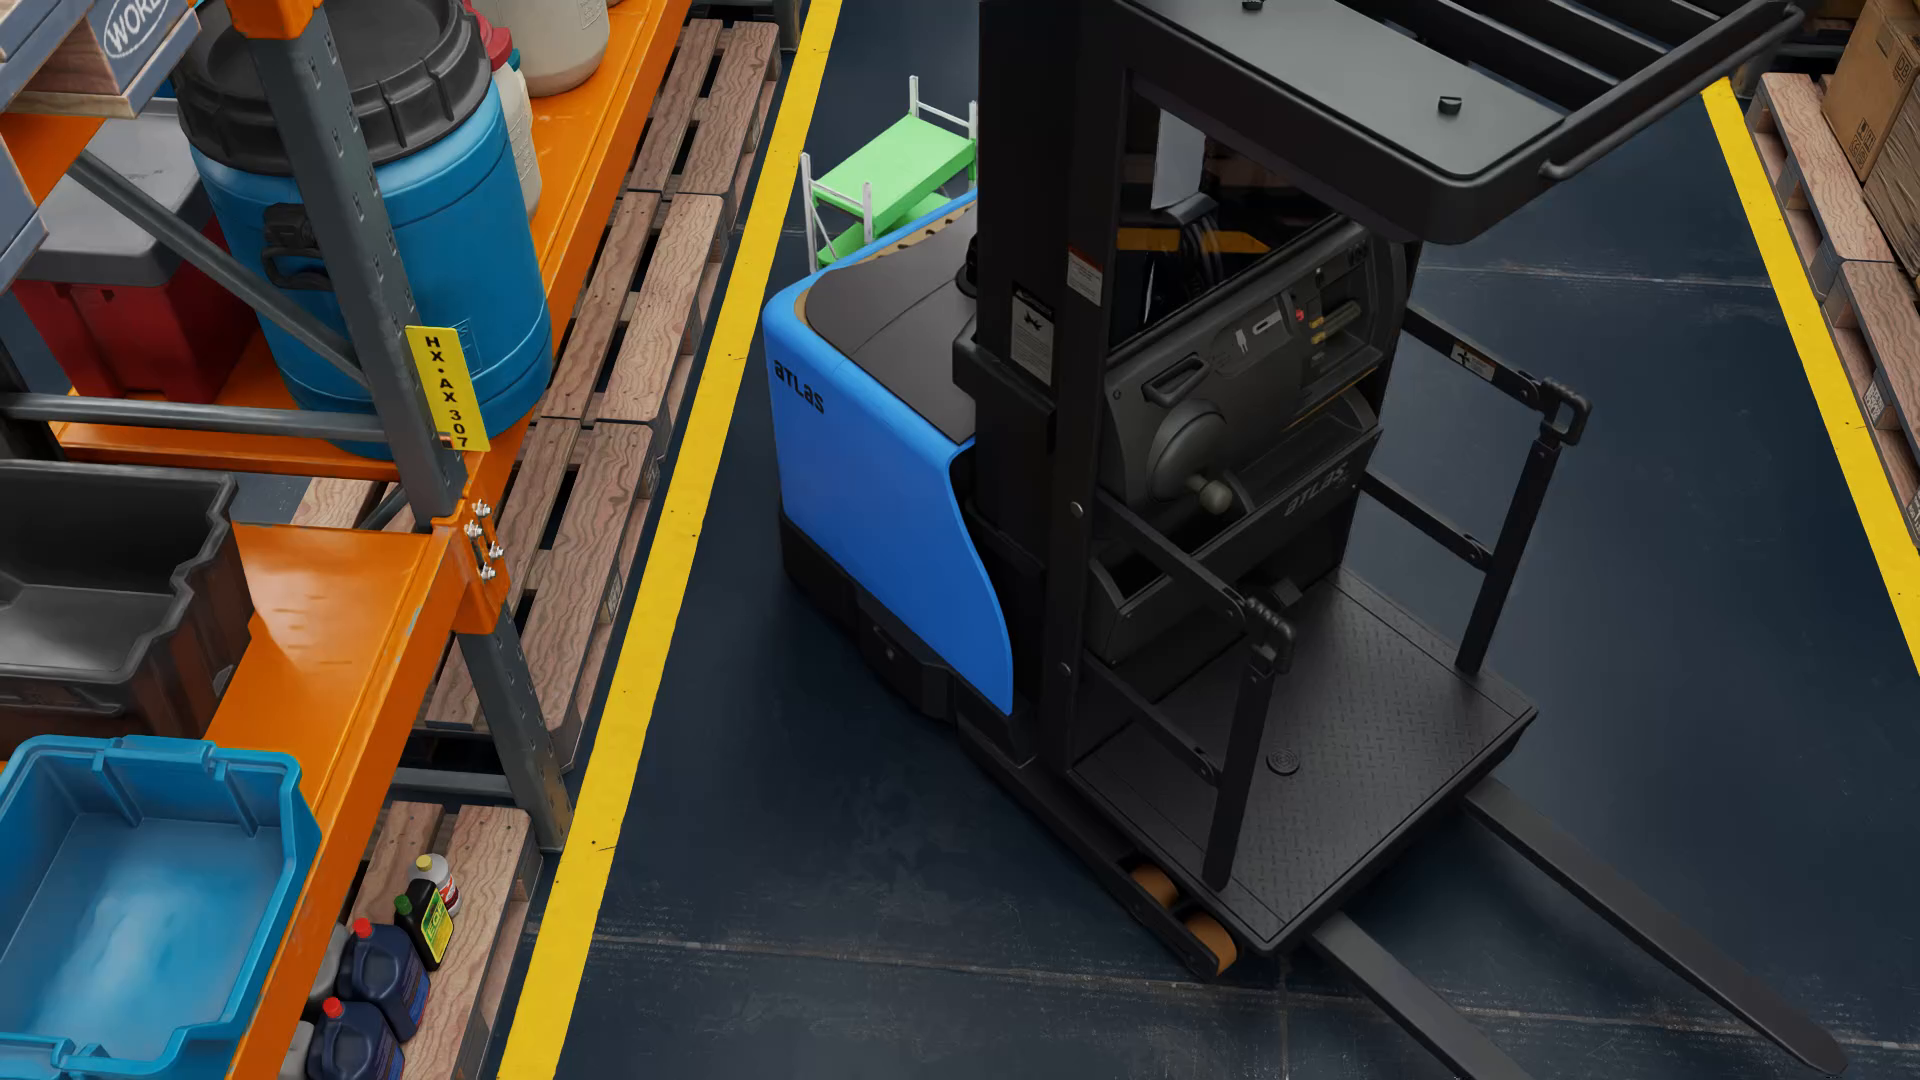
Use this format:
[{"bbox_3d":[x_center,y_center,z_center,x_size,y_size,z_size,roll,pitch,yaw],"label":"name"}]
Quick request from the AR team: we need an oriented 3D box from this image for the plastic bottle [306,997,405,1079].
[{"bbox_3d":[-1.350,1.131,3.679,0.144,0.351,0.185,2,48,2],"label":"plastic bottle"}]

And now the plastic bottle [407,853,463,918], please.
[{"bbox_3d":[-1.283,0.836,4.051,0.097,0.201,0.097,0,48,0],"label":"plastic bottle"}]

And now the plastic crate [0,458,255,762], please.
[{"bbox_3d":[-1.735,0.149,3.123,0.767,0.338,0.504,4,48,4],"label":"plastic crate"}]

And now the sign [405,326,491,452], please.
[{"bbox_3d":[-1.014,-0.296,3.301,0.100,0.325,0.005,4,48,4],"label":"sign"}]

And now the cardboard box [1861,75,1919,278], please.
[{"bbox_3d":[3.657,-1.257,5.763,0.700,0.500,0.500,0,48,0],"label":"cardboard box"}]

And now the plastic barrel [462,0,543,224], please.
[{"bbox_3d":[-1.255,-0.982,4.023,0.433,0.535,0.433,0,48,0],"label":"plastic barrel"}]

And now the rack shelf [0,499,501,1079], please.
[{"bbox_3d":[-1.743,1.465,2.365,1.077,0.370,4.000,4,48,4],"label":"rack shelf"}]

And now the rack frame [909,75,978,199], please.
[{"bbox_3d":[-0.048,-0.899,5.259,0.240,1.200,0.015,29,54,24],"label":"rack frame"}]

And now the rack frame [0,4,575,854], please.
[{"bbox_3d":[-1.561,-0.248,3.444,1.000,3.000,0.127,4,48,4],"label":"rack frame"}]

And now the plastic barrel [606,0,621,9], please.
[{"bbox_3d":[-1.149,-1.839,4.807,0.433,0.535,0.433,0,48,0],"label":"plastic barrel"}]

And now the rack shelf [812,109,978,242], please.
[{"bbox_3d":[-0.194,-1.036,4.820,0.258,0.148,0.480,29,54,24],"label":"rack shelf"}]

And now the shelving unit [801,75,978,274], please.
[{"bbox_3d":[-0.194,-0.755,5.127,0.258,1.200,0.503,29,54,24],"label":"shelving unit"}]

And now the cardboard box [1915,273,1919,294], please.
[{"bbox_3d":[3.612,-0.840,5.381,0.700,0.500,0.500,7,48,7],"label":"cardboard box"}]

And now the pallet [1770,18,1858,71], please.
[{"bbox_3d":[3.883,-2.487,7.382,1.003,0.211,1.213,4,48,4],"label":"pallet"}]

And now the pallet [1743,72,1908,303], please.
[{"bbox_3d":[3.664,-1.339,6.331,1.003,0.211,1.213,4,48,4],"label":"pallet"}]

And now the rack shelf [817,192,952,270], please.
[{"bbox_3d":[-0.194,-0.874,4.997,0.258,0.148,0.480,29,54,24],"label":"rack shelf"}]

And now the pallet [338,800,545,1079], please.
[{"bbox_3d":[-1.663,1.184,4.024,1.003,0.211,1.213,4,48,4],"label":"pallet"}]

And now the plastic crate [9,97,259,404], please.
[{"bbox_3d":[-1.821,-0.646,3.765,0.402,0.464,0.583,4,48,4],"label":"plastic crate"}]

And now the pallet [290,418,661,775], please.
[{"bbox_3d":[-1.528,0.114,5.003,1.003,0.211,1.213,4,48,4],"label":"pallet"}]

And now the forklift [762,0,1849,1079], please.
[{"bbox_3d":[0.809,-0.310,3.547,1.130,2.935,3.031,-33,56,-26],"label":"forklift"}]

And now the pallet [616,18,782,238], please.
[{"bbox_3d":[-1.305,-1.679,6.643,1.003,0.211,1.213,4,48,4],"label":"pallet"}]

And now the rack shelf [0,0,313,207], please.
[{"bbox_3d":[-1.743,0.452,1.258,1.077,0.370,4.000,4,48,4],"label":"rack shelf"}]

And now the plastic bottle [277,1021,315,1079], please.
[{"bbox_3d":[-1.500,1.165,3.699,0.152,0.276,0.135,4,48,4],"label":"plastic bottle"}]

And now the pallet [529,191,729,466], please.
[{"bbox_3d":[-1.419,-0.785,5.825,1.003,0.211,1.213,4,48,4],"label":"pallet"}]

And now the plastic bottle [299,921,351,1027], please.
[{"bbox_3d":[-1.476,0.981,3.817,0.144,0.351,0.185,4,48,4],"label":"plastic bottle"}]

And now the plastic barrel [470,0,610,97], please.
[{"bbox_3d":[-1.188,-1.521,4.516,0.433,0.535,0.433,0,48,0],"label":"plastic barrel"}]

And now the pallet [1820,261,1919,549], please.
[{"bbox_3d":[3.550,-0.445,5.514,1.003,0.211,1.213,4,48,4],"label":"pallet"}]

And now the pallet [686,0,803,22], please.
[{"bbox_3d":[-1.166,-2.828,7.694,1.003,0.211,1.213,4,48,4],"label":"pallet"}]

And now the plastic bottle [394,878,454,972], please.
[{"bbox_3d":[-1.276,0.896,3.940,0.061,0.283,0.133,6,48,5],"label":"plastic bottle"}]

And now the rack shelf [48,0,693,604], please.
[{"bbox_3d":[-1.378,-1.475,5.054,1.077,0.370,4.000,4,48,4],"label":"rack shelf"}]

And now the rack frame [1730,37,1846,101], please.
[{"bbox_3d":[3.736,-2.854,5.828,1.000,3.000,0.127,4,48,4],"label":"rack frame"}]

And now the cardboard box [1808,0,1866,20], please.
[{"bbox_3d":[3.820,-2.784,6.919,1.225,0.875,0.875,2,48,2],"label":"cardboard box"}]

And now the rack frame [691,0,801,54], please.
[{"bbox_3d":[-1.196,-3.187,6.132,1.000,3.000,0.127,4,48,4],"label":"rack frame"}]

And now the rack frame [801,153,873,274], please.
[{"bbox_3d":[-0.341,-0.611,4.996,0.240,1.200,0.015,29,54,24],"label":"rack frame"}]

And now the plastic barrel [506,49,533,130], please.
[{"bbox_3d":[-1.287,-1.163,4.375,0.301,0.262,0.301,0,48,0],"label":"plastic barrel"}]

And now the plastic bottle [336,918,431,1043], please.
[{"bbox_3d":[-1.332,0.990,3.808,0.144,0.351,0.185,3,48,2],"label":"plastic bottle"}]

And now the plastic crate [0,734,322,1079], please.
[{"bbox_3d":[-1.391,0.634,2.738,0.499,0.251,0.616,4,48,4],"label":"plastic crate"}]

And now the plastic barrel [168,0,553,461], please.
[{"bbox_3d":[-1.224,-0.681,3.500,0.600,0.901,0.708,4,48,4],"label":"plastic barrel"}]

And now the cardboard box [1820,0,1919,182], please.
[{"bbox_3d":[3.695,-1.665,6.136,0.700,0.500,0.500,2,48,1],"label":"cardboard box"}]

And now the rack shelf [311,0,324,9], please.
[{"bbox_3d":[-1.378,-2.487,3.947,1.077,0.370,4.000,4,48,4],"label":"rack shelf"}]

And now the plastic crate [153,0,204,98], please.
[{"bbox_3d":[-1.770,-1.074,4.210,0.392,0.384,0.575,4,48,4],"label":"plastic crate"}]
